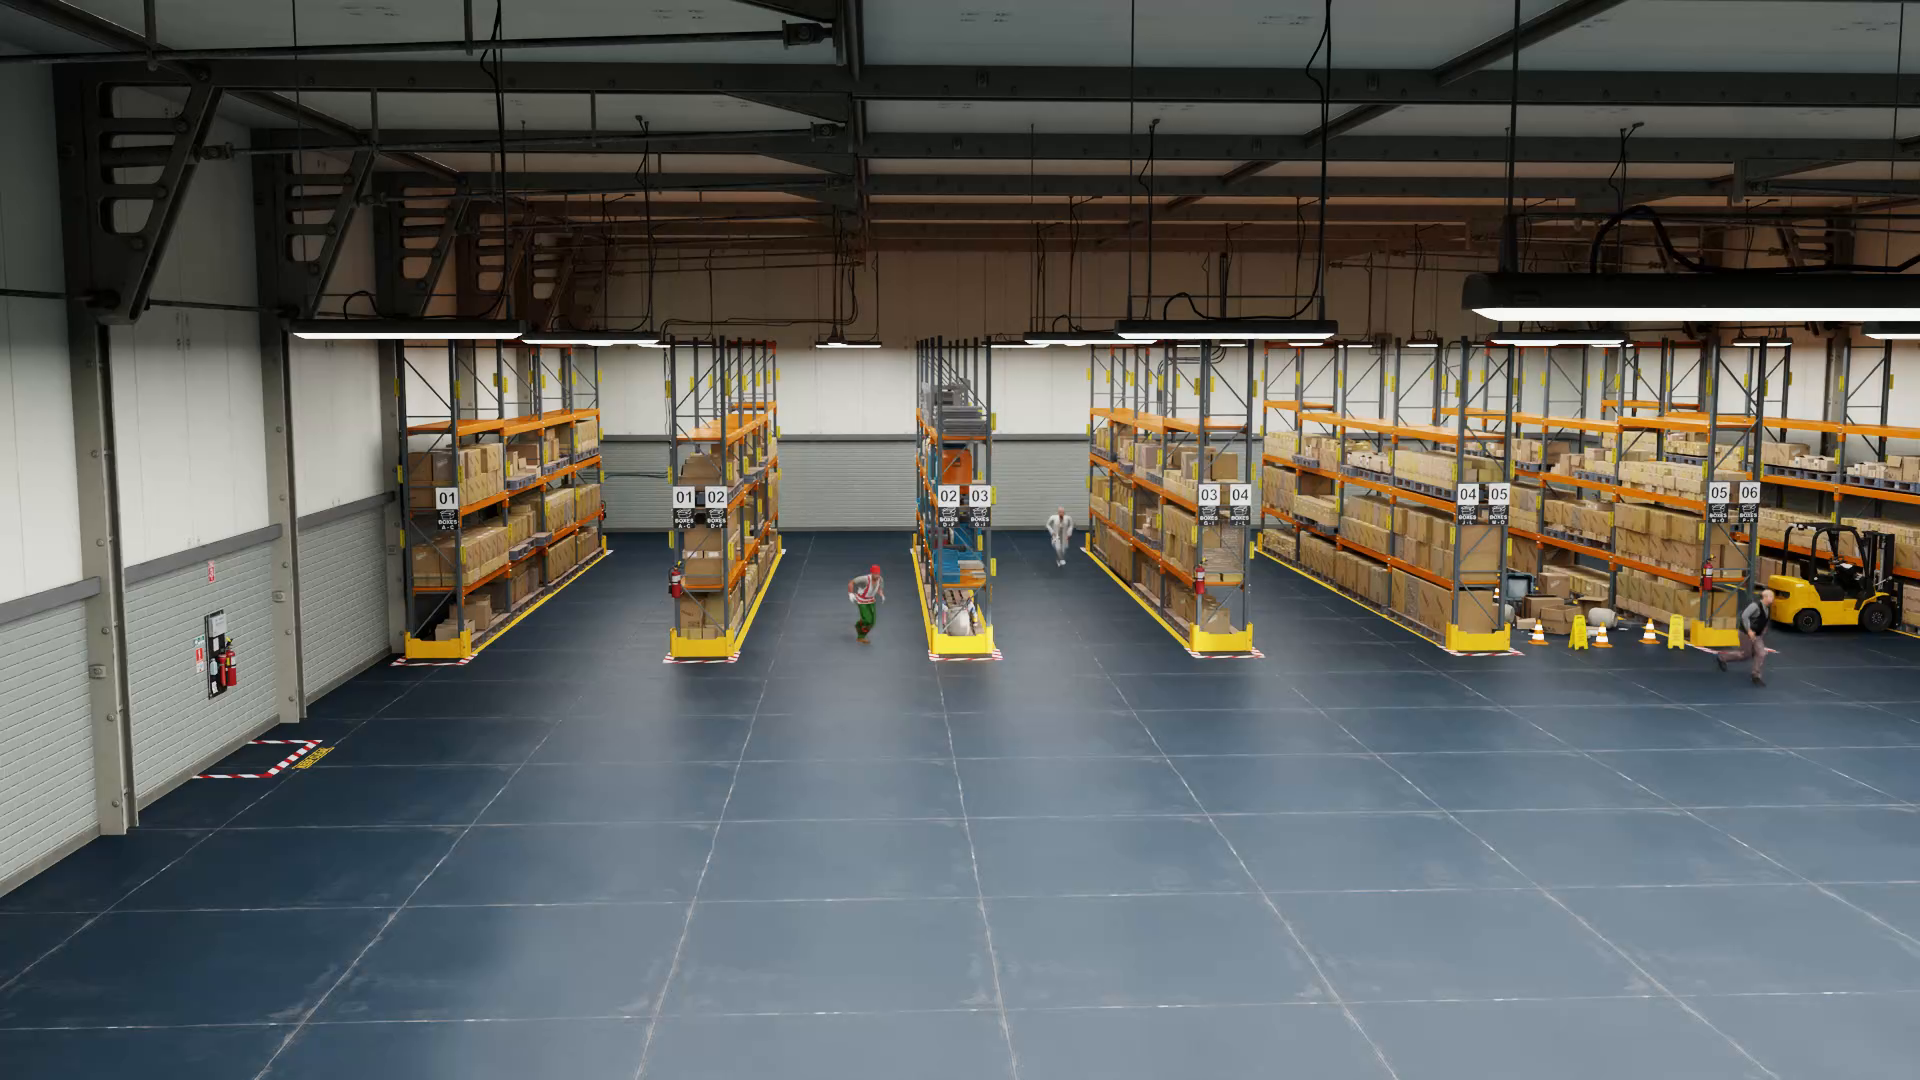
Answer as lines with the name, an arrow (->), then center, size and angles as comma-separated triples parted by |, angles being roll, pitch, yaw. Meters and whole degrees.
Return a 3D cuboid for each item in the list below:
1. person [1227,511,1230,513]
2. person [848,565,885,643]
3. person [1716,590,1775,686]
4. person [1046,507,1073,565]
person -> 7.345, -0.536, 47.885 | 0.697, 1.653, 0.916 | 5, 8, 38
person -> -1.805, 1.261, 32.430 | 0.693, 1.590, 0.783 | -5, 8, -36
person -> 13.637, 1.654, 28.840 | 0.671, 1.678, 0.921 | -6, 9, -41
person -> 2.560, -0.093, 42.738 | 0.699, 1.564, 0.881 | 0, 6, -1
